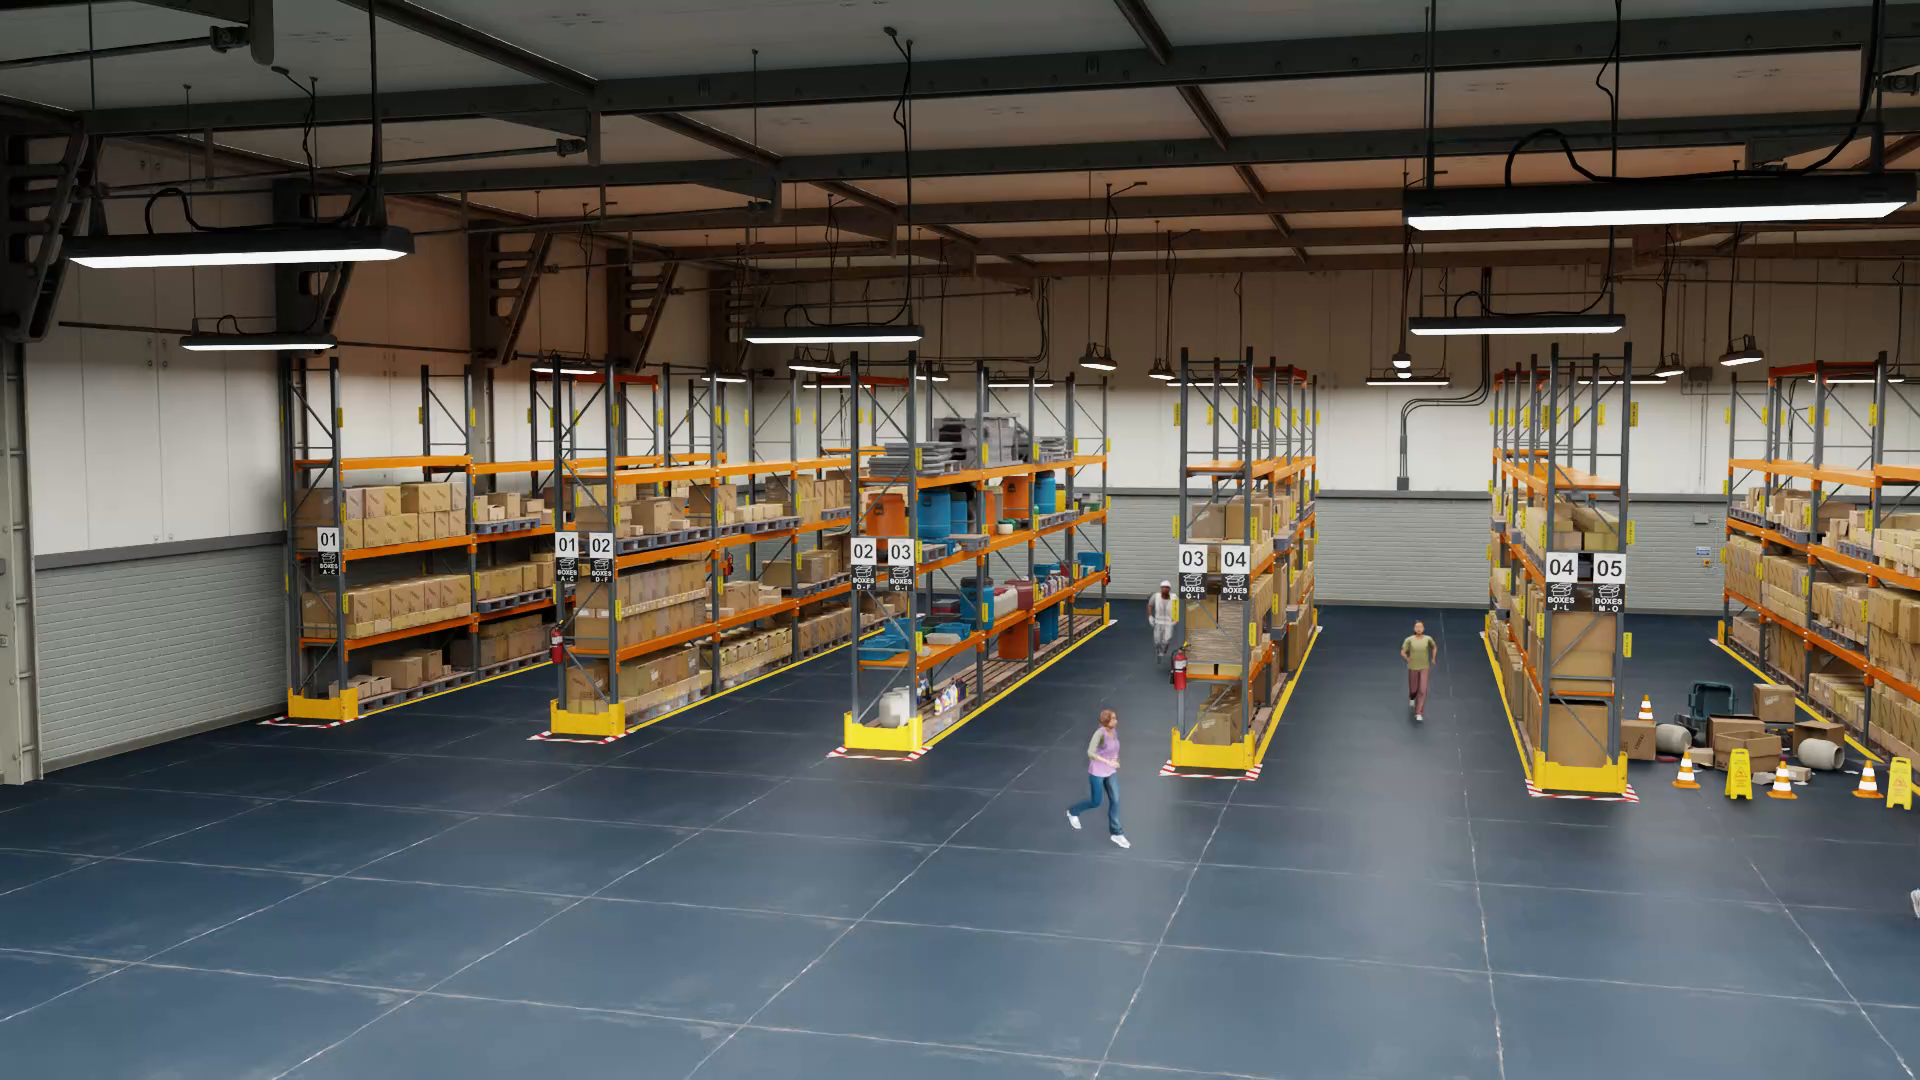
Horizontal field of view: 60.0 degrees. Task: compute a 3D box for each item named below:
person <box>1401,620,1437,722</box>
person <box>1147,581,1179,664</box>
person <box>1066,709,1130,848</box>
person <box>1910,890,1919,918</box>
[{"bbox_3d":[7.666,2.154,27.751,0.593,1.640,0.875,1,4,10],"label":"person"},{"bbox_3d":[4.034,1.640,32.771,0.695,1.694,0.599,1,4,7],"label":"person"},{"bbox_3d":[1.651,2.770,19.624,0.919,1.592,0.564,3,5,39],"label":"person"},{"bbox_3d":[9.595,3.030,15.926,0.631,1.659,0.851,-3,5,-31],"label":"person"}]
